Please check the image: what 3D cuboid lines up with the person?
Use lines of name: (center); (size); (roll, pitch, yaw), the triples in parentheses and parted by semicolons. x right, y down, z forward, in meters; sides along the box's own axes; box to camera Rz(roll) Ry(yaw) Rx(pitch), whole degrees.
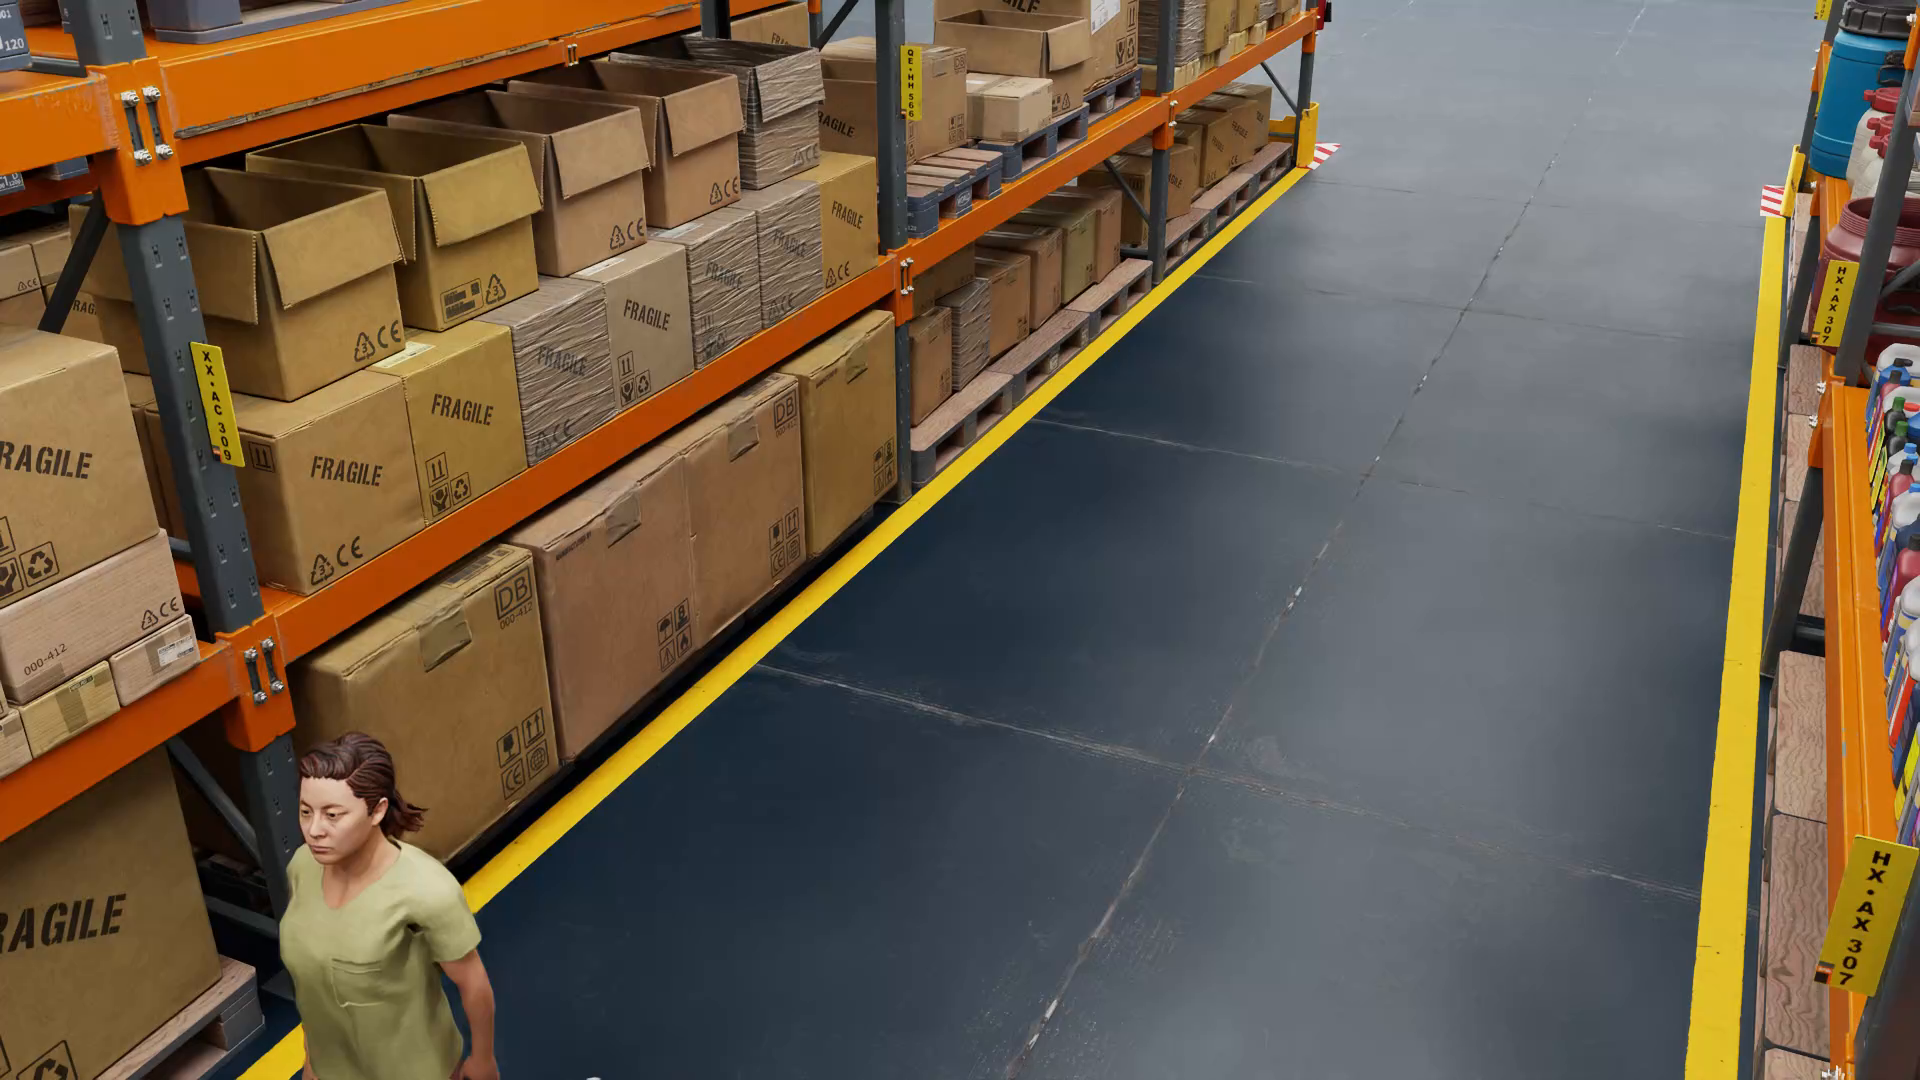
person: (-1.274, 1.289, 3.746); (0.444, 1.401, 0.476); (12, 29, 23)
